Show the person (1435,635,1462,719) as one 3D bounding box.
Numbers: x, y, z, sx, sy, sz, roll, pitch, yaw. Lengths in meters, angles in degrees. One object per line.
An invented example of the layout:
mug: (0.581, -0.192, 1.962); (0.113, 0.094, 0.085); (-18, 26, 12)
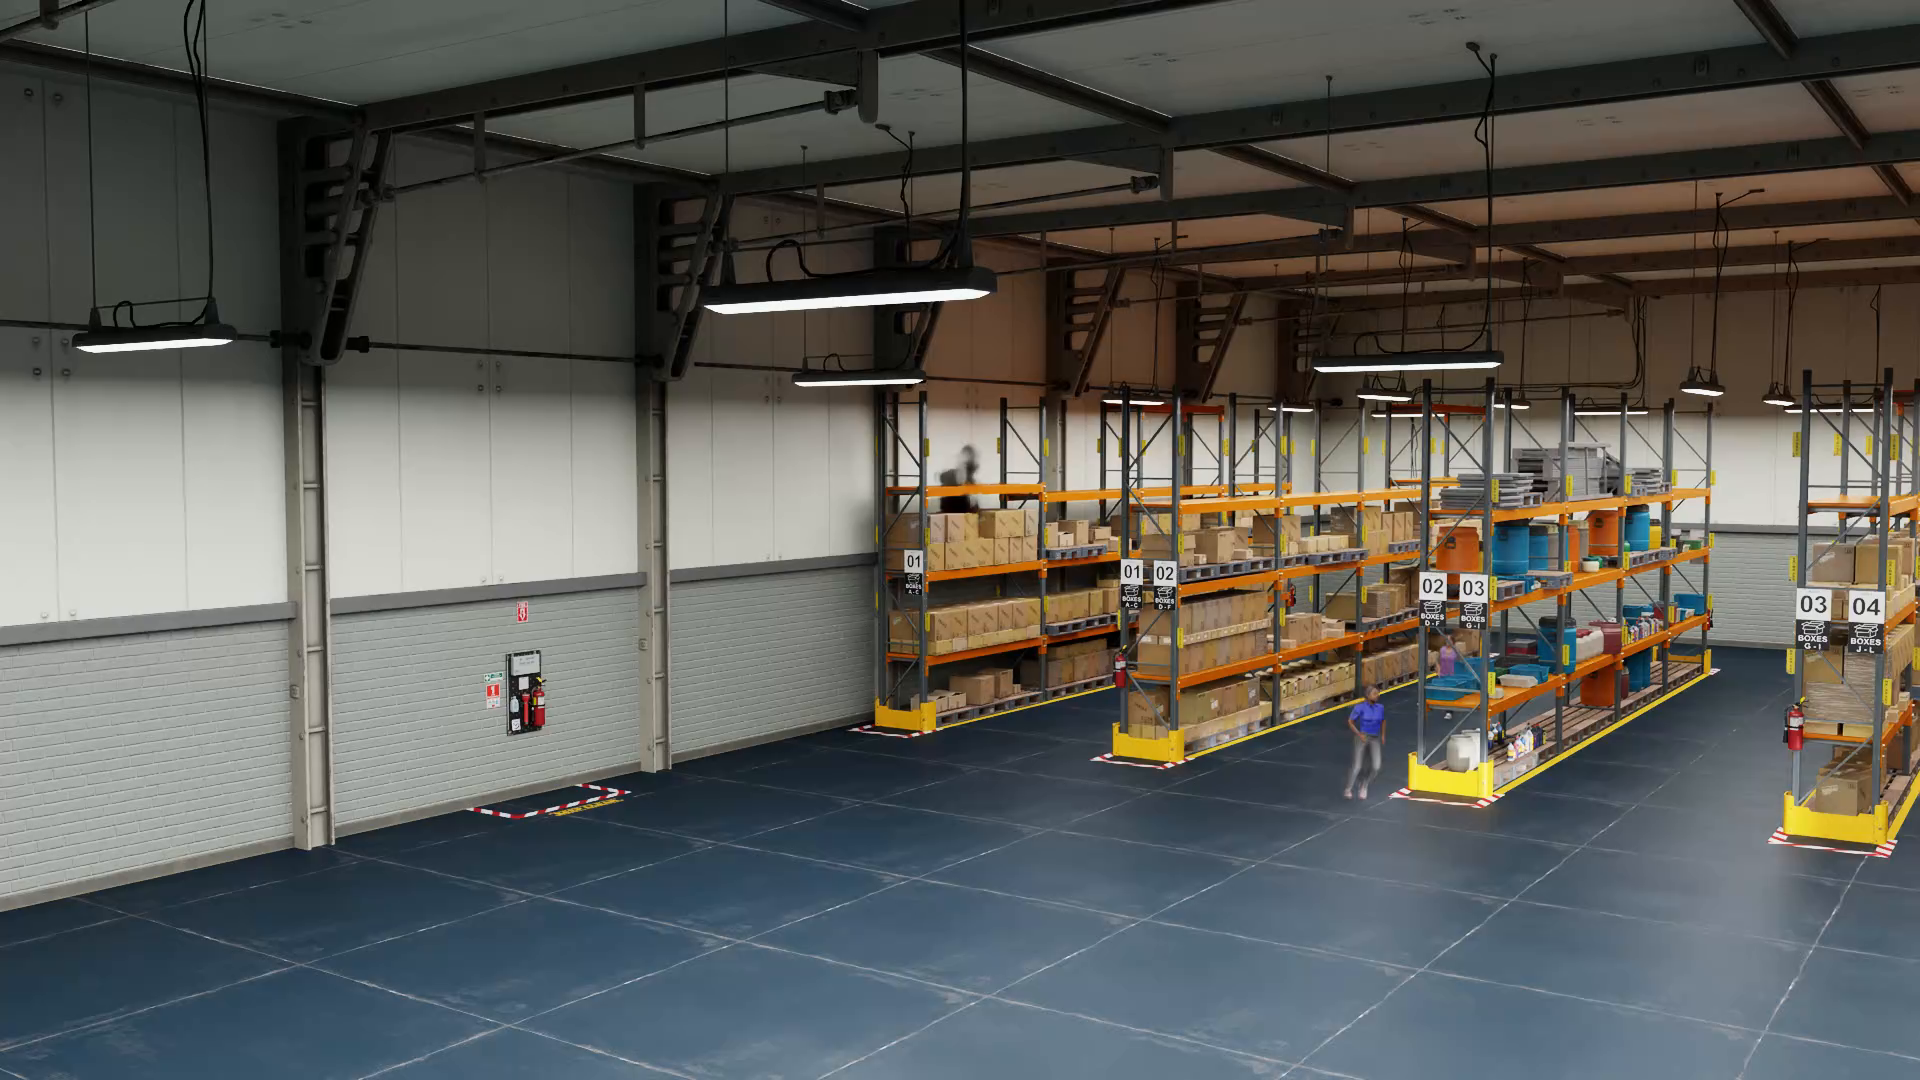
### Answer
person: (9.000, 2.522, 30.668); (0.534, 1.554, 0.552); (2, 4, 28)

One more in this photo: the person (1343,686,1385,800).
person: (5.820, 2.886, 23.661); (0.642, 1.617, 0.593); (-1, 3, -9)
